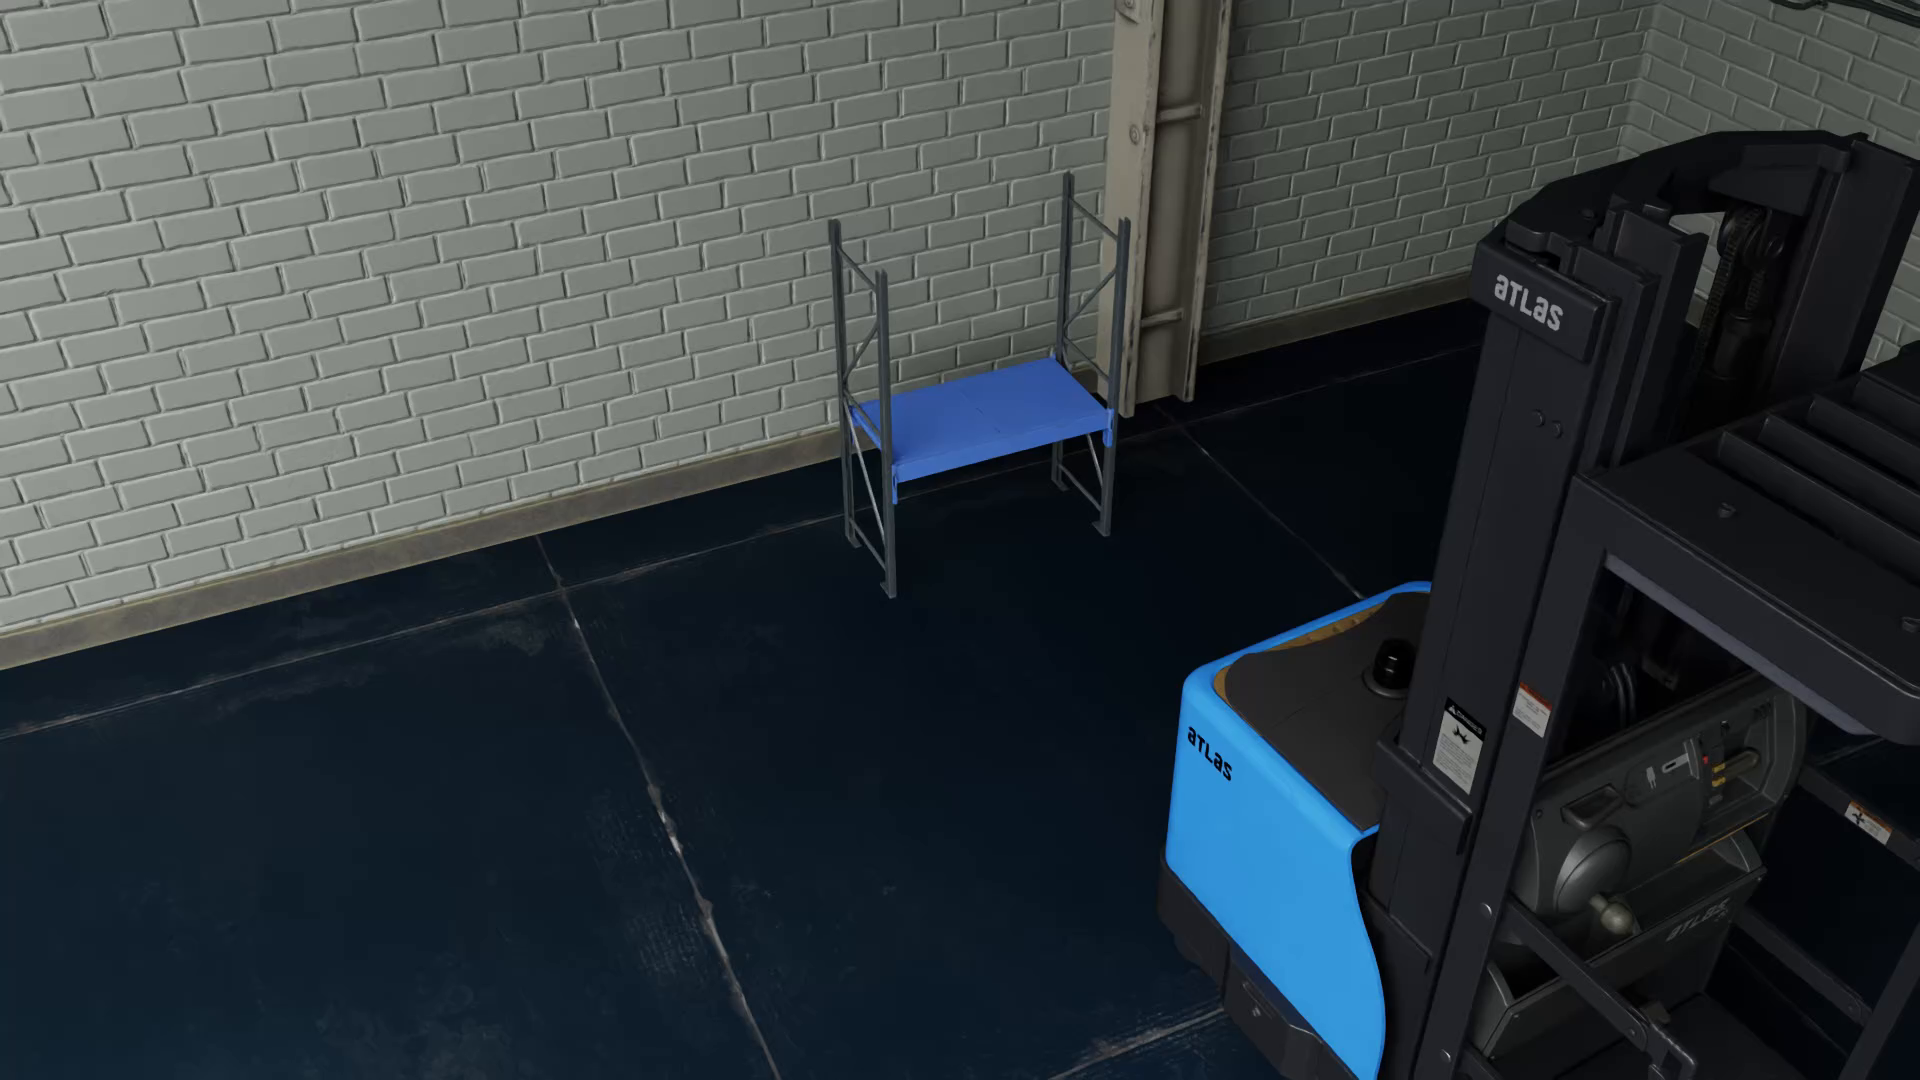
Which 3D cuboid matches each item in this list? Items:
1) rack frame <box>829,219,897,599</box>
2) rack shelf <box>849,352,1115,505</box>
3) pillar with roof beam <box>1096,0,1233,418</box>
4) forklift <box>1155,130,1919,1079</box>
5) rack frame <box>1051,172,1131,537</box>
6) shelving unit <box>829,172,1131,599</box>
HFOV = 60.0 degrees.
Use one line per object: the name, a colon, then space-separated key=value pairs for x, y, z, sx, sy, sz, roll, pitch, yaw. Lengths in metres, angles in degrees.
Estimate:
rack frame: x=-0.383 y=-0.495 z=6.659 sx=0.032 sy=1.500 sz=0.500 roll=-16 pitch=39 yaw=-20
rack shelf: x=0.077 y=-0.480 z=6.939 sx=1.000 sy=0.185 sz=0.538 roll=-16 pitch=39 yaw=-20
pillar with roof beam: x=2.739 y=-2.014 z=2.411 sx=0.400 sy=9.000 sz=9.100 roll=-16 pitch=39 yaw=-20
forklift: x=1.816 y=0.696 z=3.852 sx=1.130 sy=2.935 sz=3.031 roll=-19 pitch=41 yaw=-24
rack frame: x=0.537 y=-0.753 z=7.006 sx=0.032 sy=1.500 sz=0.500 roll=-16 pitch=39 yaw=-20
shelving unit: x=0.077 y=-0.624 z=6.832 sx=1.048 sy=1.500 sz=0.538 roll=-16 pitch=39 yaw=-20
